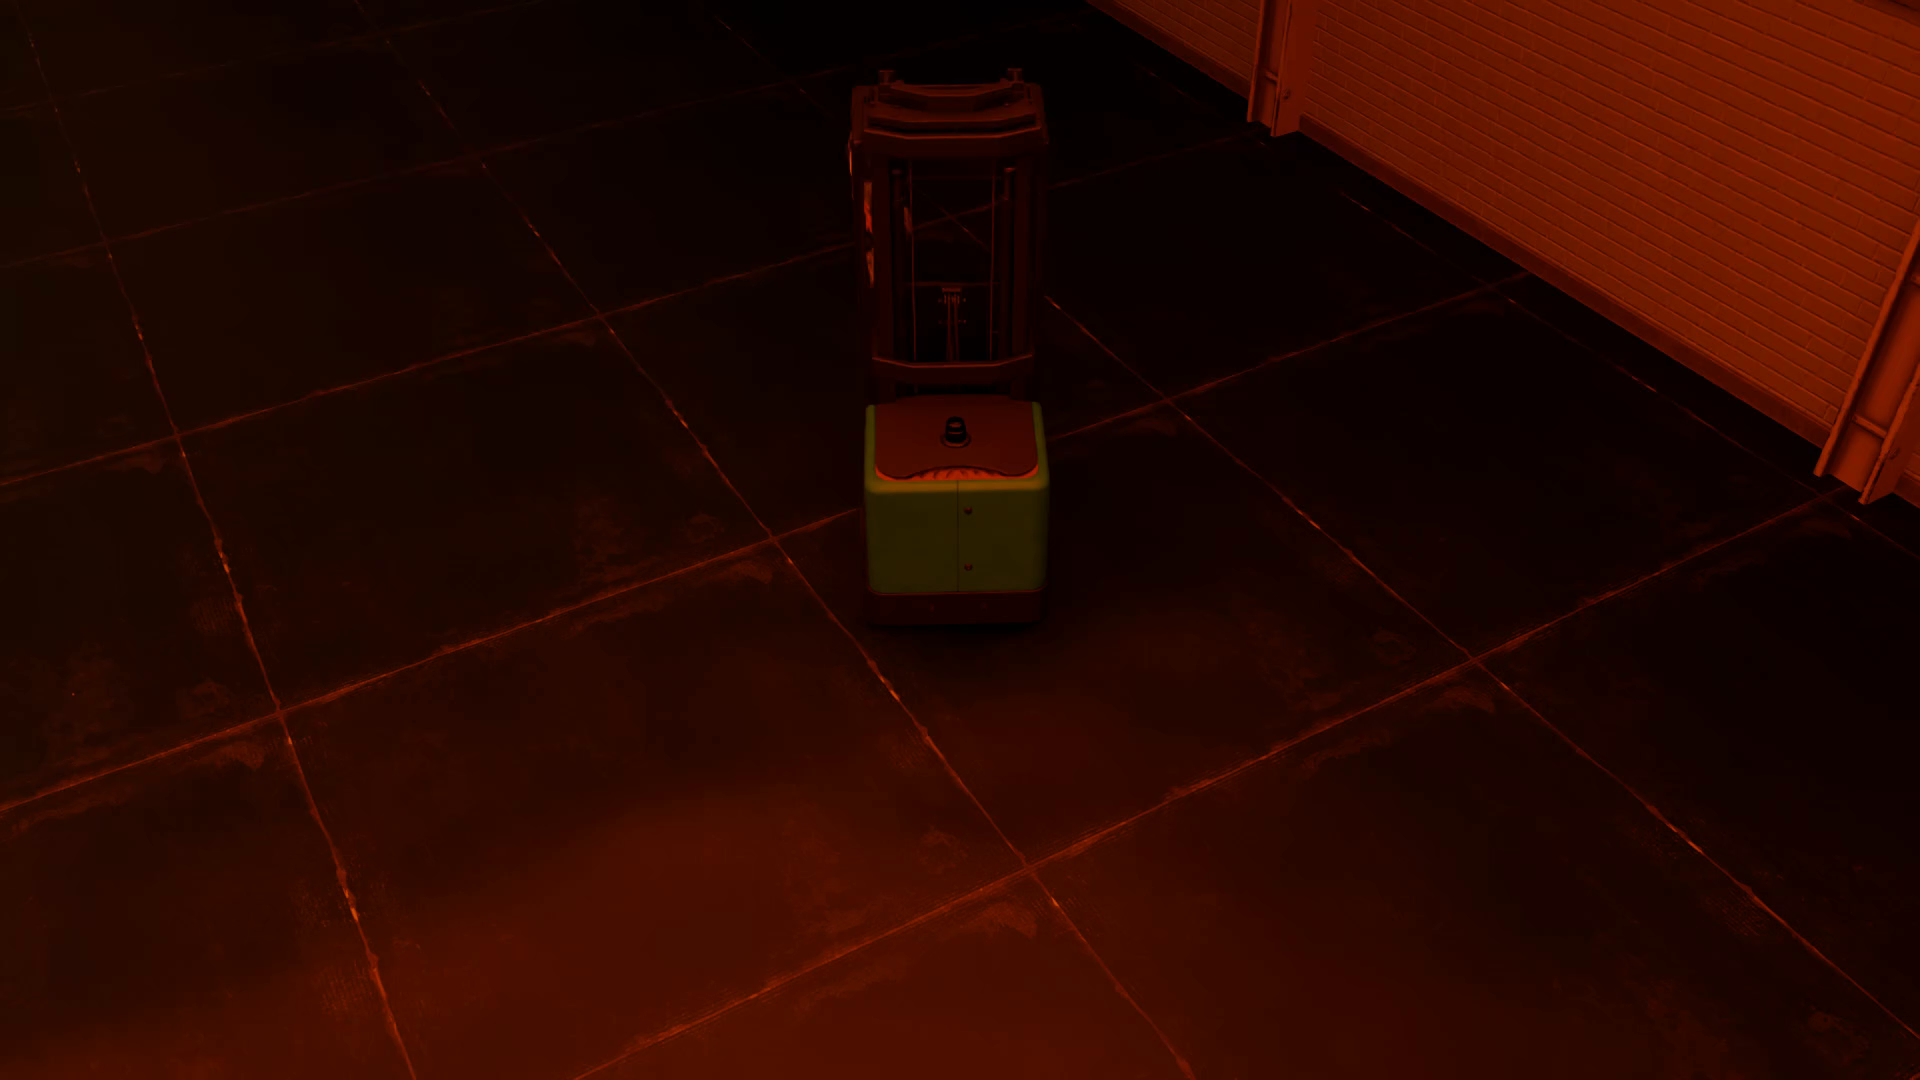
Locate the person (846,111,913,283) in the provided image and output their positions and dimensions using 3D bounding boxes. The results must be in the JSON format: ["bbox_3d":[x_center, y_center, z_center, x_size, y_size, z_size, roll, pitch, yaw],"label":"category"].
[{"bbox_3d":[-0.586,-2.495,12.143,0.449,1.516,0.647,16,42,18],"label":"person"}]

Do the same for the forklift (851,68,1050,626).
[{"bbox_3d":[-0.064,-1.551,9.906,1.130,2.935,3.031,-1,40,-2],"label":"forklift"}]
